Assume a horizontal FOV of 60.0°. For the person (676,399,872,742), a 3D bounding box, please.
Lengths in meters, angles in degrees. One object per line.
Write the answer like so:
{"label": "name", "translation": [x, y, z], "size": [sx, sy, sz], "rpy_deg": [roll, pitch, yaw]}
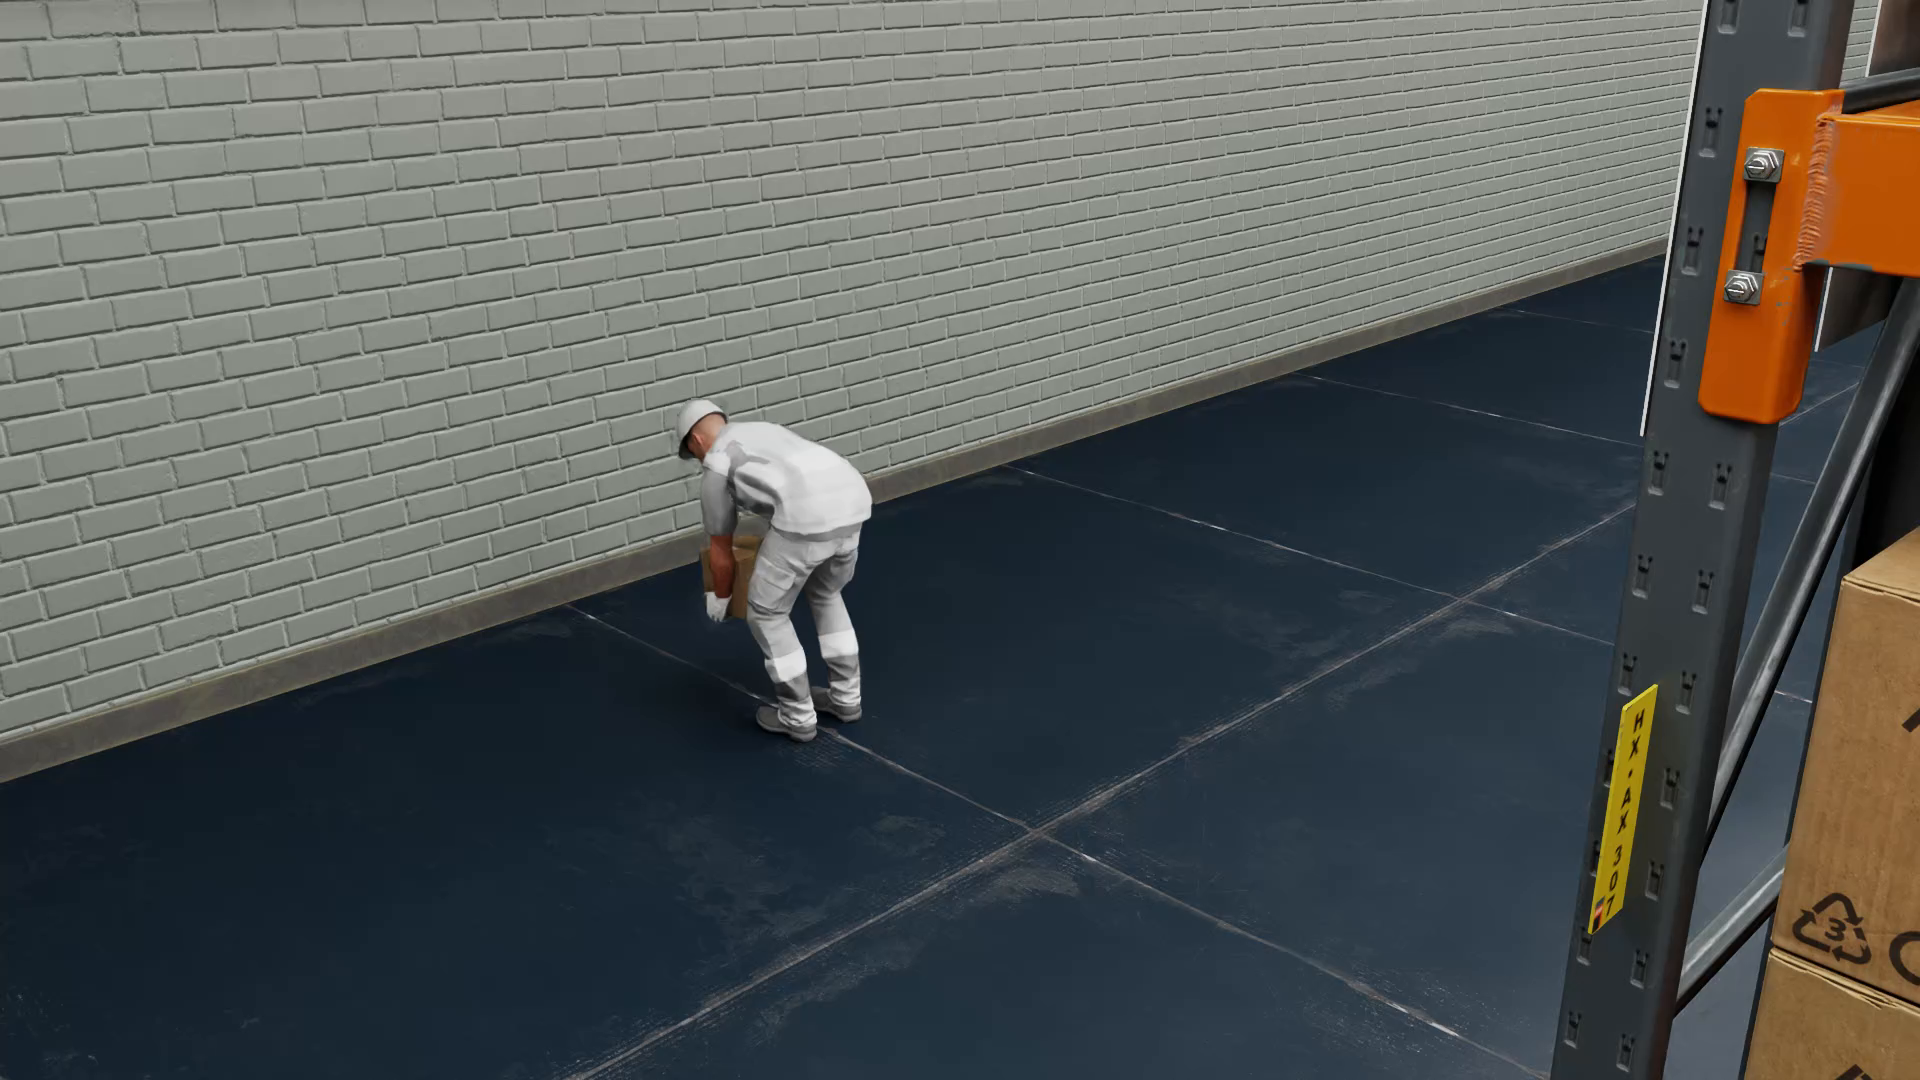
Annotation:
{"label": "person", "translation": [-0.761, 0.100, 6.588], "size": [0.949, 1.218, 0.494], "rpy_deg": [18, 27, 39]}
